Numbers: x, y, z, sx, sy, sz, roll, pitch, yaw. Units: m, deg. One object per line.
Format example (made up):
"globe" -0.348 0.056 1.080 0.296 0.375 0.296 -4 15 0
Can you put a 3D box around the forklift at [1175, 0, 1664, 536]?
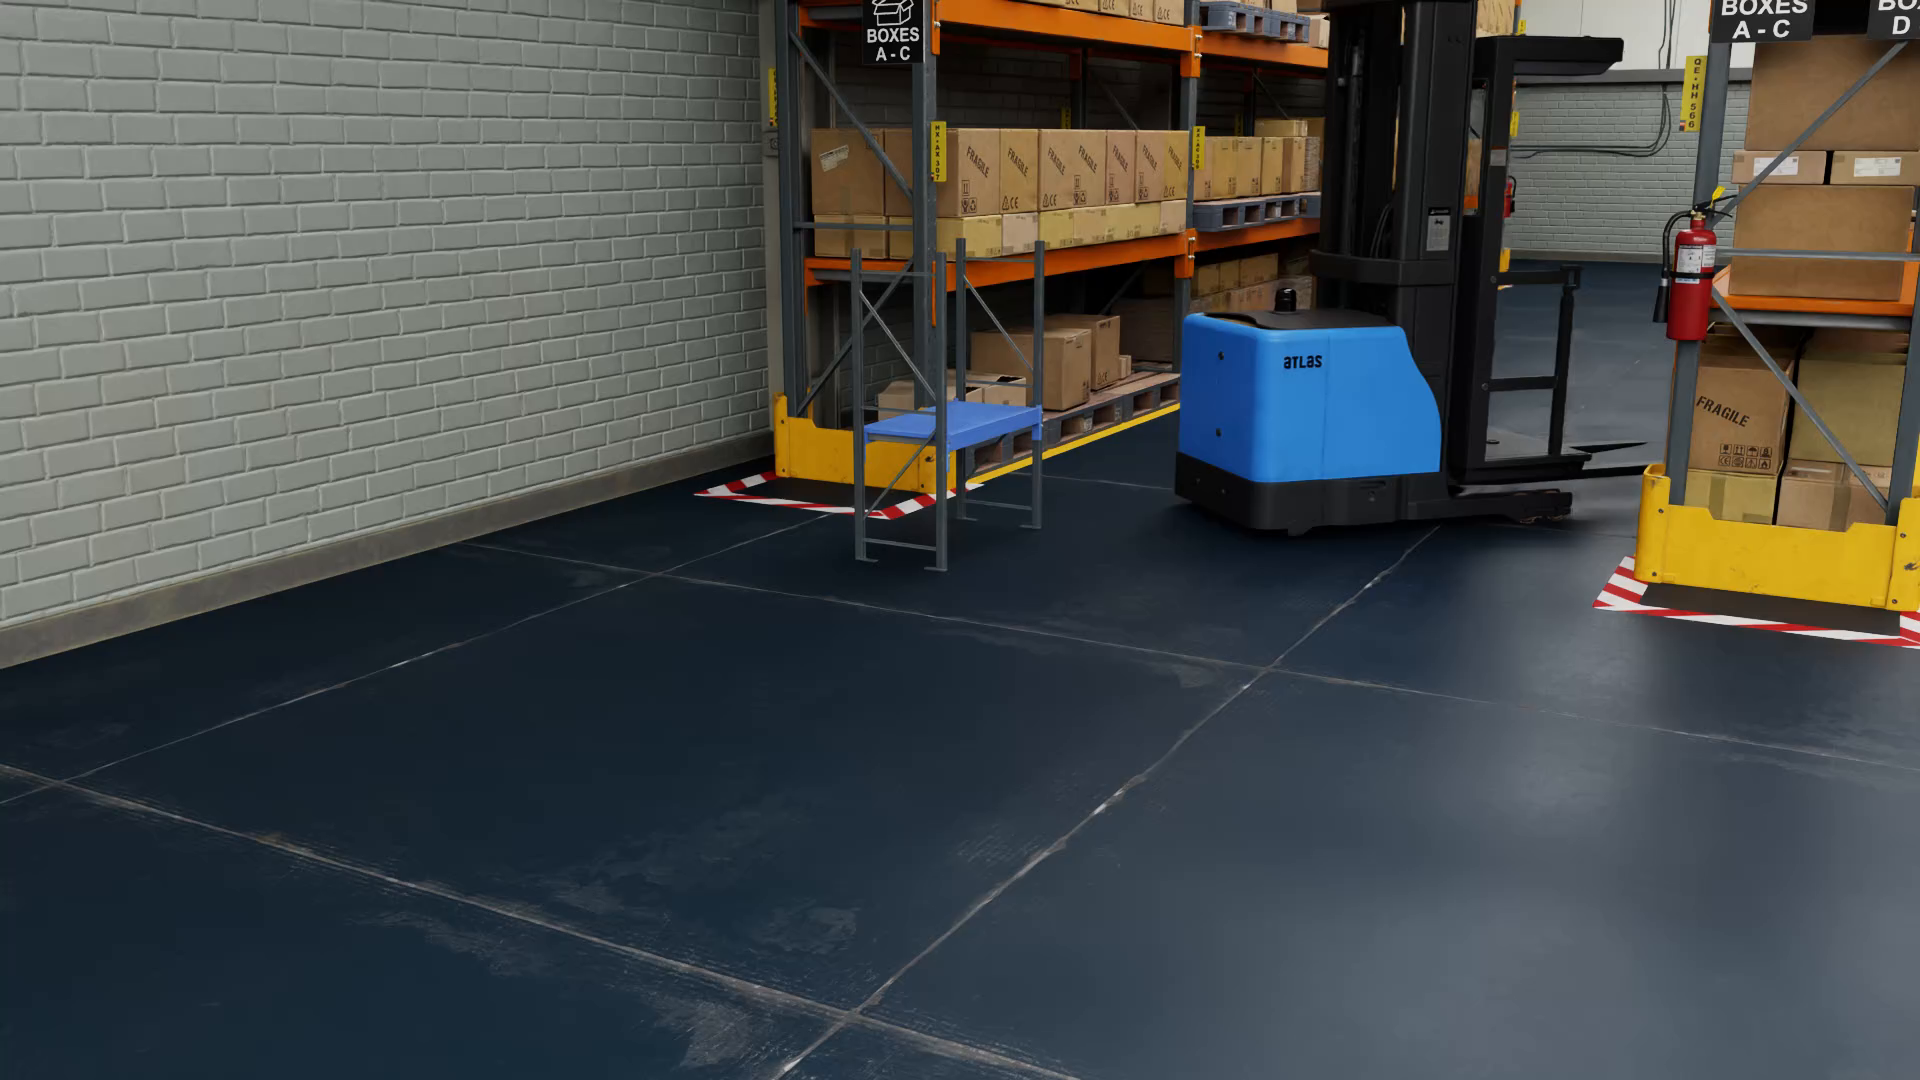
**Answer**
"forklift" 2.778 -1.624 9.018 3.031 2.935 1.130 -4 14 -17

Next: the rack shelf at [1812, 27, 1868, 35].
"rack shelf" 6.641 -3.586 12.141 1.077 0.370 4.000 7 15 28

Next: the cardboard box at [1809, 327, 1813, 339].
"cardboard box" 4.941 -1.136 10.215 0.500 0.500 0.500 7 15 28

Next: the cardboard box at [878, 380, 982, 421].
"cardboard box" -0.184 -0.845 10.437 0.500 0.311 0.500 6 15 22

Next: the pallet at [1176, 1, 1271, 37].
"pallet" 1.728 -4.109 13.177 1.213 0.211 1.003 7 15 28

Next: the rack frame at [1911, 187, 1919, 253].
"rack frame" 5.675 -2.067 10.706 1.000 3.000 0.127 7 15 28

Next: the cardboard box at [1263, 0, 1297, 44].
"cardboard box" 2.562 -4.711 15.010 0.797 0.503 0.637 10 17 36

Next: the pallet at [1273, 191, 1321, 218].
"pallet" 3.019 -3.196 15.801 1.213 0.211 1.003 7 15 28

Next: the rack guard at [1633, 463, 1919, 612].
"rack guard" 3.729 -0.026 7.575 1.175 0.500 0.348 7 15 28

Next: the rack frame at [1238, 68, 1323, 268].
"rack frame" 3.270 -3.448 16.435 1.000 3.000 0.127 7 15 28

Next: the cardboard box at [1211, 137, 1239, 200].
"cardboard box" 1.889 -3.104 13.857 0.700 0.500 0.500 9 16 34

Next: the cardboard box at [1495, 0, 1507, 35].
"cardboard box" 6.771 -6.809 21.589 0.500 0.500 0.500 8 16 30

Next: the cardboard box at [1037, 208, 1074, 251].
"cardboard box" 0.407 -2.020 10.788 0.500 0.250 0.500 7 15 27

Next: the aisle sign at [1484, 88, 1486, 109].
"aisle sign" 7.435 -6.334 22.859 0.394 0.787 0.004 7 15 28

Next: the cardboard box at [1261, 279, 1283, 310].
"cardboard box" 2.617 -2.201 15.656 0.700 0.500 0.500 7 15 28

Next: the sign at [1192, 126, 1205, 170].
"sign" 1.815 -2.988 12.681 0.100 0.325 0.005 7 15 28

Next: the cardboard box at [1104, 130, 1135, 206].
"cardboard box" 0.889 -2.591 11.560 0.500 0.500 0.500 7 15 26

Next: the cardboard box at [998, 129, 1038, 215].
"cardboard box" 0.144 -2.272 10.236 0.500 0.500 0.500 7 15 28

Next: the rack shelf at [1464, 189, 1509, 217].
"rack shelf" 6.171 -4.329 21.626 1.077 0.370 4.000 7 15 28

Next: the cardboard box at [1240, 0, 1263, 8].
"cardboard box" 2.267 -4.694 14.096 0.500 0.500 0.500 7 15 26

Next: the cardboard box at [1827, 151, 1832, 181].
"cardboard box" 4.008 -1.816 8.070 0.380 0.149 0.250 7 15 27

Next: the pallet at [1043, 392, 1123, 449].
"pallet" 0.454 -0.879 11.728 1.003 0.211 1.213 7 15 28

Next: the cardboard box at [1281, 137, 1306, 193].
"cardboard box" 2.805 -3.495 15.479 0.700 0.500 0.500 6 15 23

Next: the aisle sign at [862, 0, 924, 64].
"aisle sign" -0.369 -3.022 9.120 0.394 0.787 0.004 7 15 28

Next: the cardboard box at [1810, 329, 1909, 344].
"cardboard box" 4.922 -0.870 9.115 0.500 0.500 0.500 7 15 28

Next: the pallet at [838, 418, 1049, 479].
"pallet" -0.137 -0.629 10.694 1.003 0.211 1.213 7 15 28

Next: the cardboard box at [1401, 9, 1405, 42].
"cardboard box" 4.470 -5.700 18.223 0.700 0.500 0.500 7 15 27

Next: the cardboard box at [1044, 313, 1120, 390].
"cardboard box" 0.870 -1.409 12.371 0.500 0.500 0.500 6 15 24

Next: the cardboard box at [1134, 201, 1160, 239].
"cardboard box" 1.125 -2.331 12.081 0.500 0.250 0.500 7 15 28

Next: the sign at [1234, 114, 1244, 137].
"sign" 2.783 -4.073 16.558 0.100 0.325 0.005 7 15 28

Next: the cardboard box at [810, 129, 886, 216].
"cardboard box" -0.556 -2.229 10.056 0.500 0.500 0.500 7 15 27

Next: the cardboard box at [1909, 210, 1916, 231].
"cardboard box" 7.415 -2.550 13.245 0.380 0.149 0.250 7 15 28

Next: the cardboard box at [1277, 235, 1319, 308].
"cardboard box" 3.740 -2.743 17.202 0.750 0.750 0.750 7 15 27

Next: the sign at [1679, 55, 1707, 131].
"sign" 3.273 -1.989 7.406 0.100 0.325 0.005 7 15 28

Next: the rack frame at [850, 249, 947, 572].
"rack frame" -0.287 -0.607 7.853 0.500 1.500 0.032 7 15 28

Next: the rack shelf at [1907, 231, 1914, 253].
"rack shelf" 6.641 -2.127 12.493 1.077 0.370 4.000 7 15 28

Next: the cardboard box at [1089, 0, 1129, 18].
"cardboard box" 0.818 -3.792 11.206 0.500 0.500 0.500 7 15 26

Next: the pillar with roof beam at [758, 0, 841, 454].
"pillar with roof beam" 2.752 -4.477 7.903 9.100 9.000 0.400 7 15 28

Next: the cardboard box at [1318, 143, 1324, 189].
"cardboard box" 3.729 -3.722 16.680 0.500 0.500 0.500 8 16 30

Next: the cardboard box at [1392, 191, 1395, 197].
"cardboard box" 4.636 -3.799 18.385 0.380 0.149 0.250 7 15 26

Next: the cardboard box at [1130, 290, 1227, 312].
"cardboard box" 1.883 -1.891 14.370 0.700 0.500 0.500 7 15 27

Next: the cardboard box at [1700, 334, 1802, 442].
"cardboard box" 4.210 -0.829 8.942 0.500 0.500 0.500 7 15 28

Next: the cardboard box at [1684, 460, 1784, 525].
"cardboard box" 3.741 -0.257 8.171 0.500 0.250 0.500 7 15 28

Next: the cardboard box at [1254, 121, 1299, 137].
"cardboard box" 2.987 -3.884 15.708 0.380 0.149 0.250 5 14 19

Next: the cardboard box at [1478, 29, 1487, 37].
"cardboard box" 6.269 -6.228 20.776 0.500 0.250 0.500 7 15 26

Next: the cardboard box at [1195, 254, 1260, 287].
"cardboard box" 2.393 -2.442 15.056 0.500 0.250 0.500 7 15 28

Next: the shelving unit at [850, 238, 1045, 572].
"shelving unit" -0.041 -0.712 8.285 0.538 1.500 1.048 7 15 28

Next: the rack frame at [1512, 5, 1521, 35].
"rack frame" 7.137 -8.006 22.540 1.000 3.000 0.127 7 15 28

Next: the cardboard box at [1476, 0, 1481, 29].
"cardboard box" 6.037 -6.492 20.272 0.500 0.500 0.500 7 15 27

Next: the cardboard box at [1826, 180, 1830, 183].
"cardboard box" 4.227 -1.497 8.131 0.700 0.500 0.500 8 16 29

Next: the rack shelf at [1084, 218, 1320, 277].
"rack shelf" 2.303 -2.688 14.818 1.077 0.370 4.000 7 15 28
